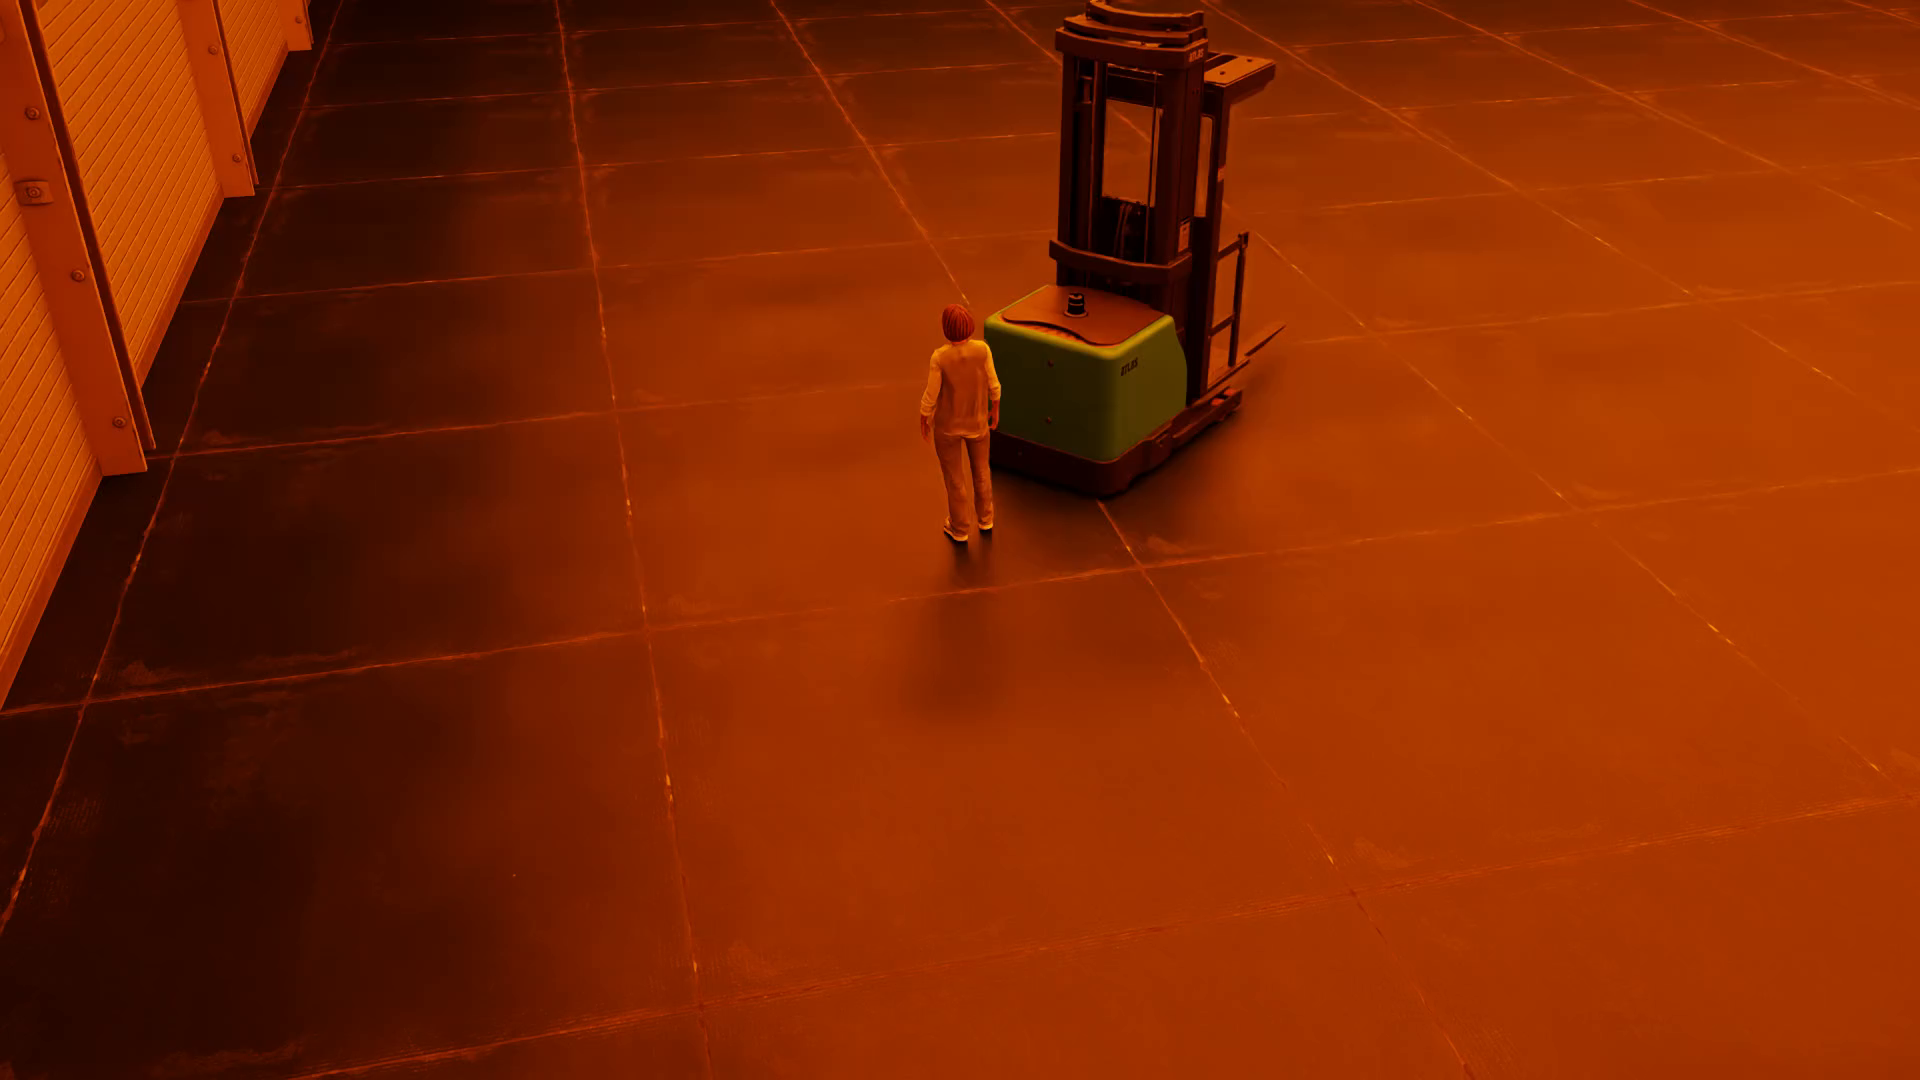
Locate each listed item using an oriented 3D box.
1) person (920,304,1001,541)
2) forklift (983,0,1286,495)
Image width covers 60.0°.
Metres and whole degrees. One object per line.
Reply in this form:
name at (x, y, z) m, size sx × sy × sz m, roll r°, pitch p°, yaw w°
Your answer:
person at (-0.003, -0.735, 10.161) m, size 0.520 × 1.597 × 0.475 m, roll -7°, pitch 31°, yaw -12°
forklift at (1.398, -2.247, 11.456) m, size 1.130 × 2.935 × 3.031 m, roll 19°, pitch 35°, yaw 30°
